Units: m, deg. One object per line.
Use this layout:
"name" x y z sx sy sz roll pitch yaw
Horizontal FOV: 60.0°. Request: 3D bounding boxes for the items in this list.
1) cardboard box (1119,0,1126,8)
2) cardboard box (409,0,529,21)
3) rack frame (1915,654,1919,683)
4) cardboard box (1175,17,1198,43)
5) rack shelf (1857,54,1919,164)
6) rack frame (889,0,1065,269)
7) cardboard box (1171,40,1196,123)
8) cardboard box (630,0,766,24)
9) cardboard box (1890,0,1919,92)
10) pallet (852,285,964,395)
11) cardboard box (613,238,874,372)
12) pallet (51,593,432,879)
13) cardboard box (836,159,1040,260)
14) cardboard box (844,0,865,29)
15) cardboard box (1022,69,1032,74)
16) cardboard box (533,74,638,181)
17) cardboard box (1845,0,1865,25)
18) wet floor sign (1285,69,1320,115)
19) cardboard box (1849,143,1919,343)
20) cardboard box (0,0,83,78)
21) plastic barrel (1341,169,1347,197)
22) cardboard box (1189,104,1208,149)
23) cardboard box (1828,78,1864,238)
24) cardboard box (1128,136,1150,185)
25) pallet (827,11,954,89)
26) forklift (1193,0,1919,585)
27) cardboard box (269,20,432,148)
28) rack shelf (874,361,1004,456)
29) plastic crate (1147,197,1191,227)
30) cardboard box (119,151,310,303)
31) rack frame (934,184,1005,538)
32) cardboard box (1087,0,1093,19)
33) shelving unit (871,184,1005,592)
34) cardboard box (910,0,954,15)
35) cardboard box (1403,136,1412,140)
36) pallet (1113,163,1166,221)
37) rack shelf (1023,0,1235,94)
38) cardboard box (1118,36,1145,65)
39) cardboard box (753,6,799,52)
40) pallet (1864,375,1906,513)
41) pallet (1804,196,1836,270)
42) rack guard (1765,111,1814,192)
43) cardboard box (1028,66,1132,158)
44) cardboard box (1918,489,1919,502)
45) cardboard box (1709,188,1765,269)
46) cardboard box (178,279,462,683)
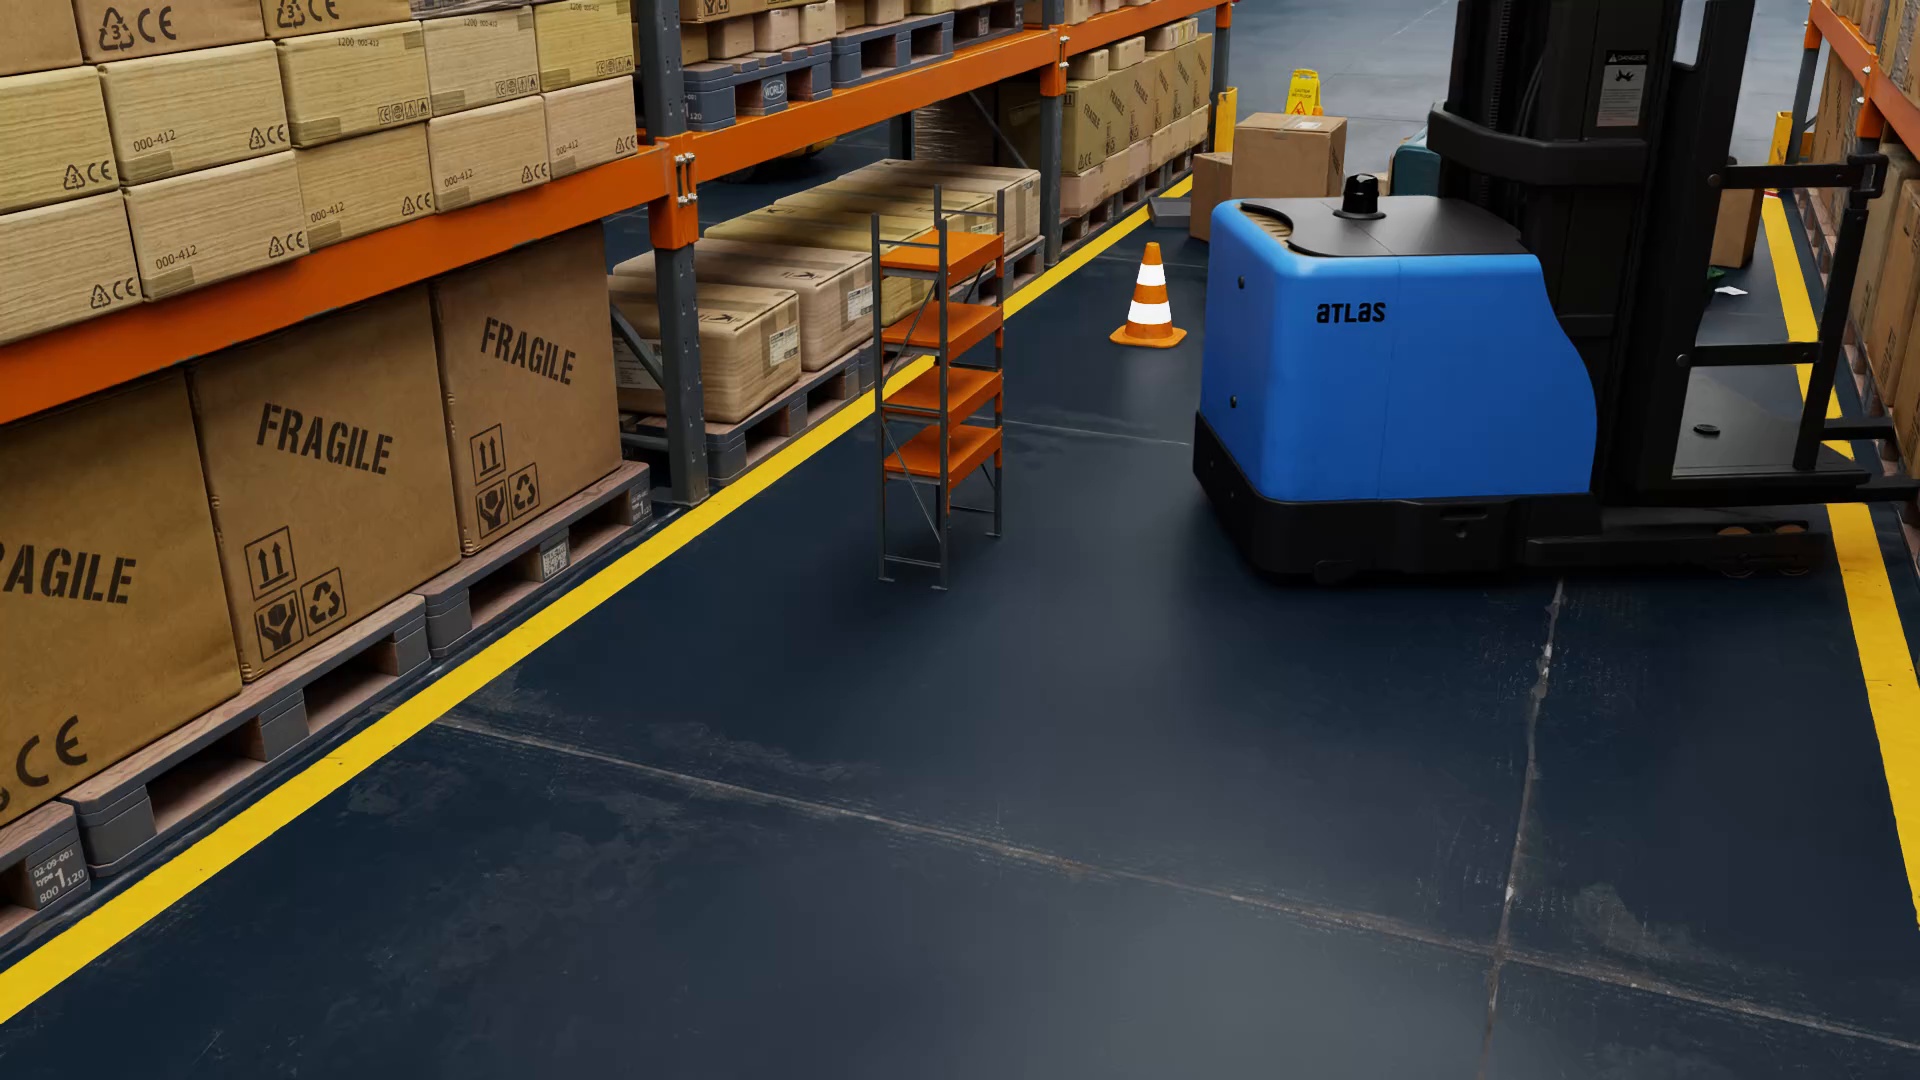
"cardboard box" 0.805 -3.350 10.204 0.380 0.149 0.250 9 24 20
"cardboard box" -1.538 -1.687 4.470 0.500 0.500 0.500 9 24 21
"rack frame" 3.228 -0.914 4.047 1.000 3.000 0.127 9 24 20
"cardboard box" 1.436 -3.555 11.577 0.380 0.149 0.250 10 24 22
"rack shelf" 3.971 -1.298 5.899 1.077 0.370 4.000 9 24 20
"rack frame" 0.080 -3.018 9.084 1.000 3.000 0.127 9 24 20
"cardboard box" 1.320 -3.209 11.591 0.500 0.500 0.500 10 25 22
"cardboard box" -1.024 -2.092 5.806 0.500 0.500 0.500 8 24 19
"cardboard box" 4.081 -2.061 6.664 0.500 0.500 0.500 9 24 20
"pallet" -0.659 -1.015 7.905 1.003 0.211 1.213 9 24 20
"cardboard box" -0.920 -1.034 7.198 0.950 0.372 0.625 8 24 19
"pallet" -2.223 0.406 4.503 1.003 0.211 1.213 9 24 20
"cardboard box" -0.112 -1.811 9.059 0.950 0.372 0.625 9 24 21
"cardboard box" -0.625 -2.242 7.006 0.380 0.149 0.250 10 25 22
"cardboard box" 0.238 -2.722 10.424 0.500 0.500 0.500 9 24 21
"cardboard box" -1.352 -1.299 5.164 0.500 0.250 0.500 8 24 18
"cardboard box" 5.436 -3.129 9.155 0.875 0.550 0.500 9 24 20
"wet floor sign" 2.630 -3.278 12.761 0.267 0.644 0.232 19 29 38
"cardboard box" 4.566 -1.266 7.264 1.050 0.750 0.750 9 24 20
"cardboard box" -2.109 -1.144 3.171 0.500 0.500 0.500 8 24 19
"plastic barrel" 2.204 -2.305 10.719 0.421 0.421 0.512 -12 25 -26
"cardboard box" 1.507 -3.038 12.155 0.500 0.250 0.500 9 24 20
"cardboard box" 5.343 -2.097 9.091 0.875 0.875 0.875 9 24 20
"cardboard box" 0.932 -2.499 10.863 0.500 0.250 0.500 8 24 19
"pallet" -0.708 -2.213 7.404 1.003 0.211 1.213 9 24 20
"forklift" 2.411 -1.428 5.367 3.031 2.935 1.130 -2 23 -5
"cardboard box" -1.708 -1.168 4.202 0.500 0.250 0.500 8 24 19
"rack shelf" -0.061 -0.432 5.403 0.258 0.148 0.480 9 24 20
"plastic crate" 1.425 -2.115 10.711 0.402 0.080 0.583 1 23 2
"cardboard box" -1.893 -0.750 3.848 0.500 0.250 0.500 8 24 19
"rack frame" 0.029 -0.582 5.586 0.240 1.200 0.015 9 24 20
"cardboard box" 0.541 -3.067 9.527 0.380 0.149 0.250 10 24 22
"shelving unit" -0.061 -0.494 5.377 0.258 1.200 0.503 9 24 20
"cardboard box" -0.247 -2.509 7.647 0.380 0.149 0.250 9 24 20
"cardboard box" 3.264 -2.307 10.620 0.797 0.503 0.637 -7 24 -17
"pallet" 0.748 -2.415 11.258 1.003 0.211 1.213 9 24 20
"rack shelf" 0.823 -3.402 10.936 1.077 0.370 4.000 9 24 20
"cardboard box" 0.939 -3.078 10.436 0.380 0.149 0.250 10 25 23
"cardboard box" -0.832 -1.942 6.289 0.380 0.149 0.250 7 24 17
"pallet" 4.045 -0.334 6.276 1.003 0.211 1.213 9 24 20
"pallet" 5.520 -1.758 9.685 1.003 0.211 1.213 9 24 20
"rack guard" 6.208 -2.632 11.403 1.175 0.500 0.348 9 24 20
"cardboard box" 0.738 -2.655 10.264 0.500 0.500 0.500 10 25 22
"cardboard box" 3.537 -0.275 4.891 1.050 0.750 0.750 8 24 19
"cardboard box" 4.337 -1.896 9.637 0.500 0.500 0.500 13 26 29
"cardboard box" -2.075 -0.246 4.660 0.875 0.875 0.875 9 24 21
